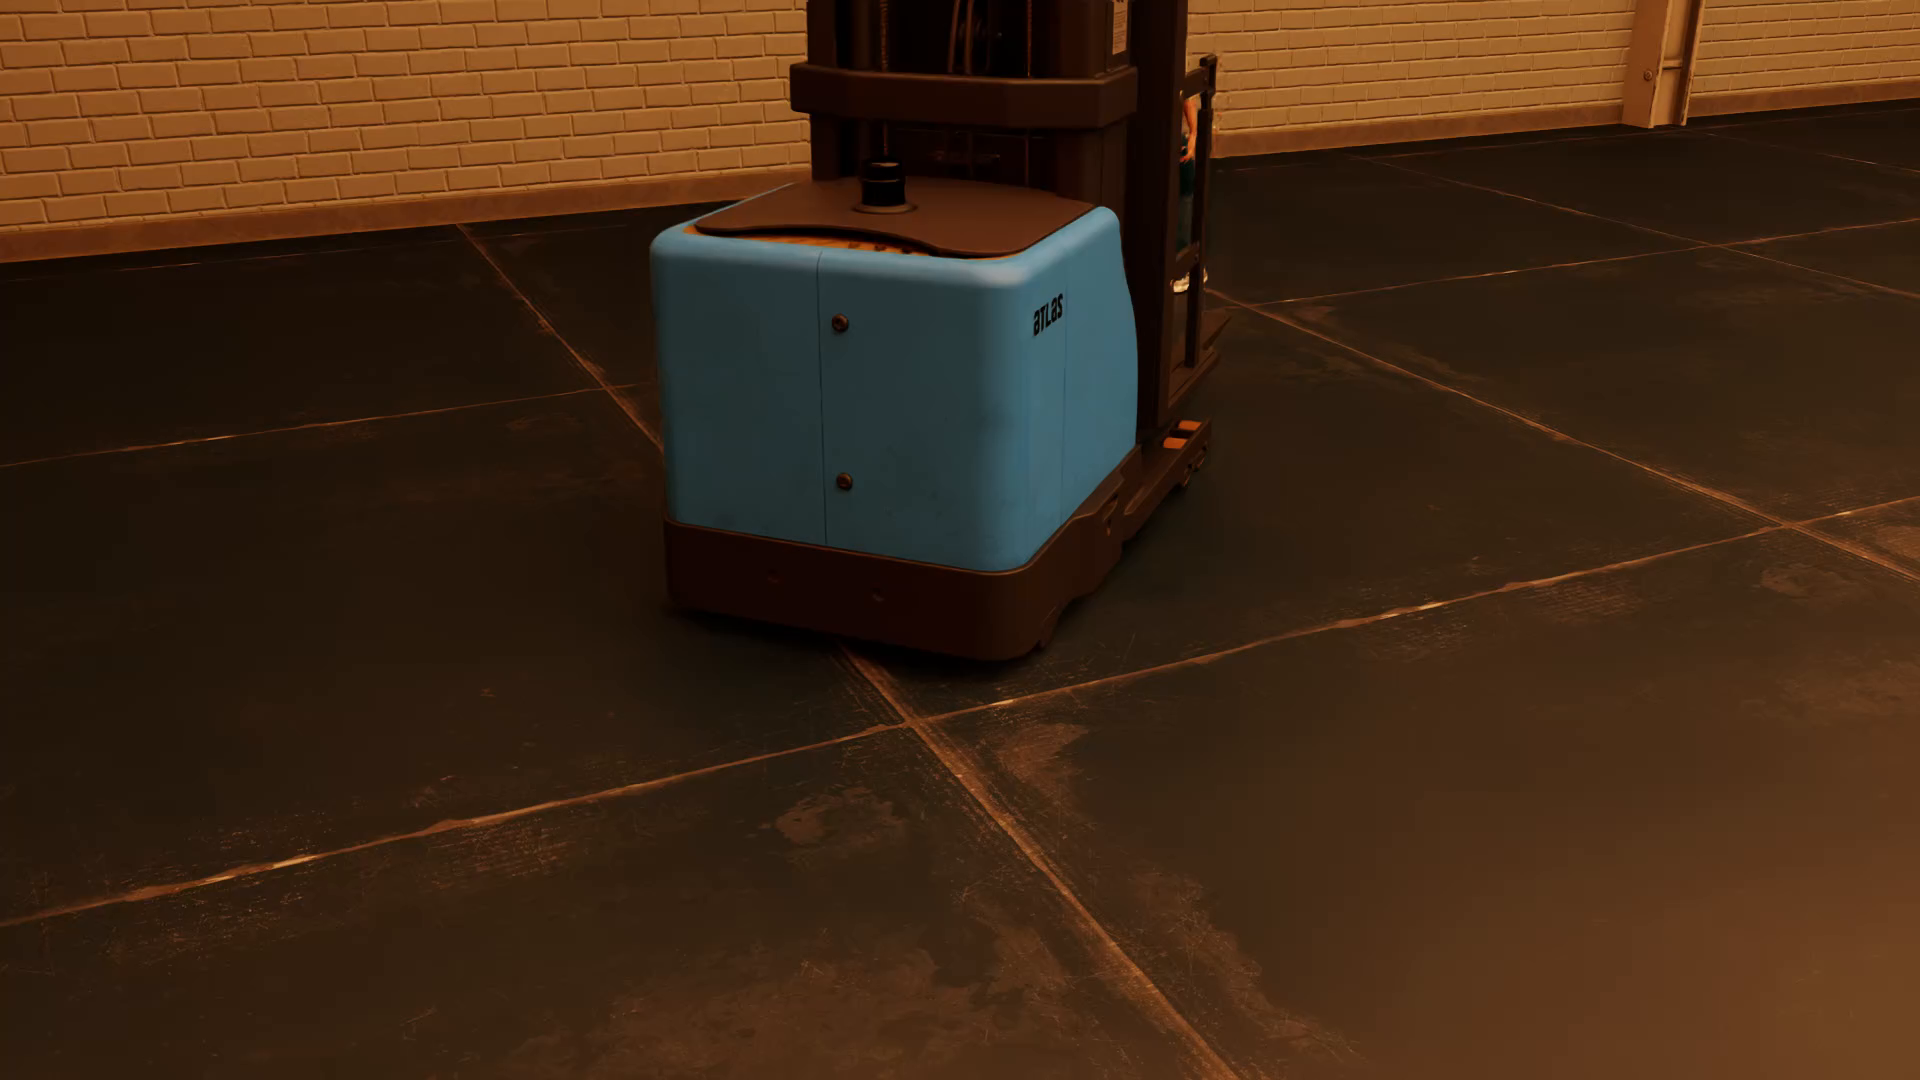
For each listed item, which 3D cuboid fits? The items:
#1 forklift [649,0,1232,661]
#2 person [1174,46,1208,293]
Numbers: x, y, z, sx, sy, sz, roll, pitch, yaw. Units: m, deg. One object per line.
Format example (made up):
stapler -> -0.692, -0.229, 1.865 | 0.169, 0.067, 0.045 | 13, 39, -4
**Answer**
forklift -> 0.220, -1.583, 5.096 | 1.130, 2.935, 3.031 | 9, 24, 20
person -> 0.874, -1.893, 7.656 | 0.527, 1.549, 0.617 | 14, 26, 30
